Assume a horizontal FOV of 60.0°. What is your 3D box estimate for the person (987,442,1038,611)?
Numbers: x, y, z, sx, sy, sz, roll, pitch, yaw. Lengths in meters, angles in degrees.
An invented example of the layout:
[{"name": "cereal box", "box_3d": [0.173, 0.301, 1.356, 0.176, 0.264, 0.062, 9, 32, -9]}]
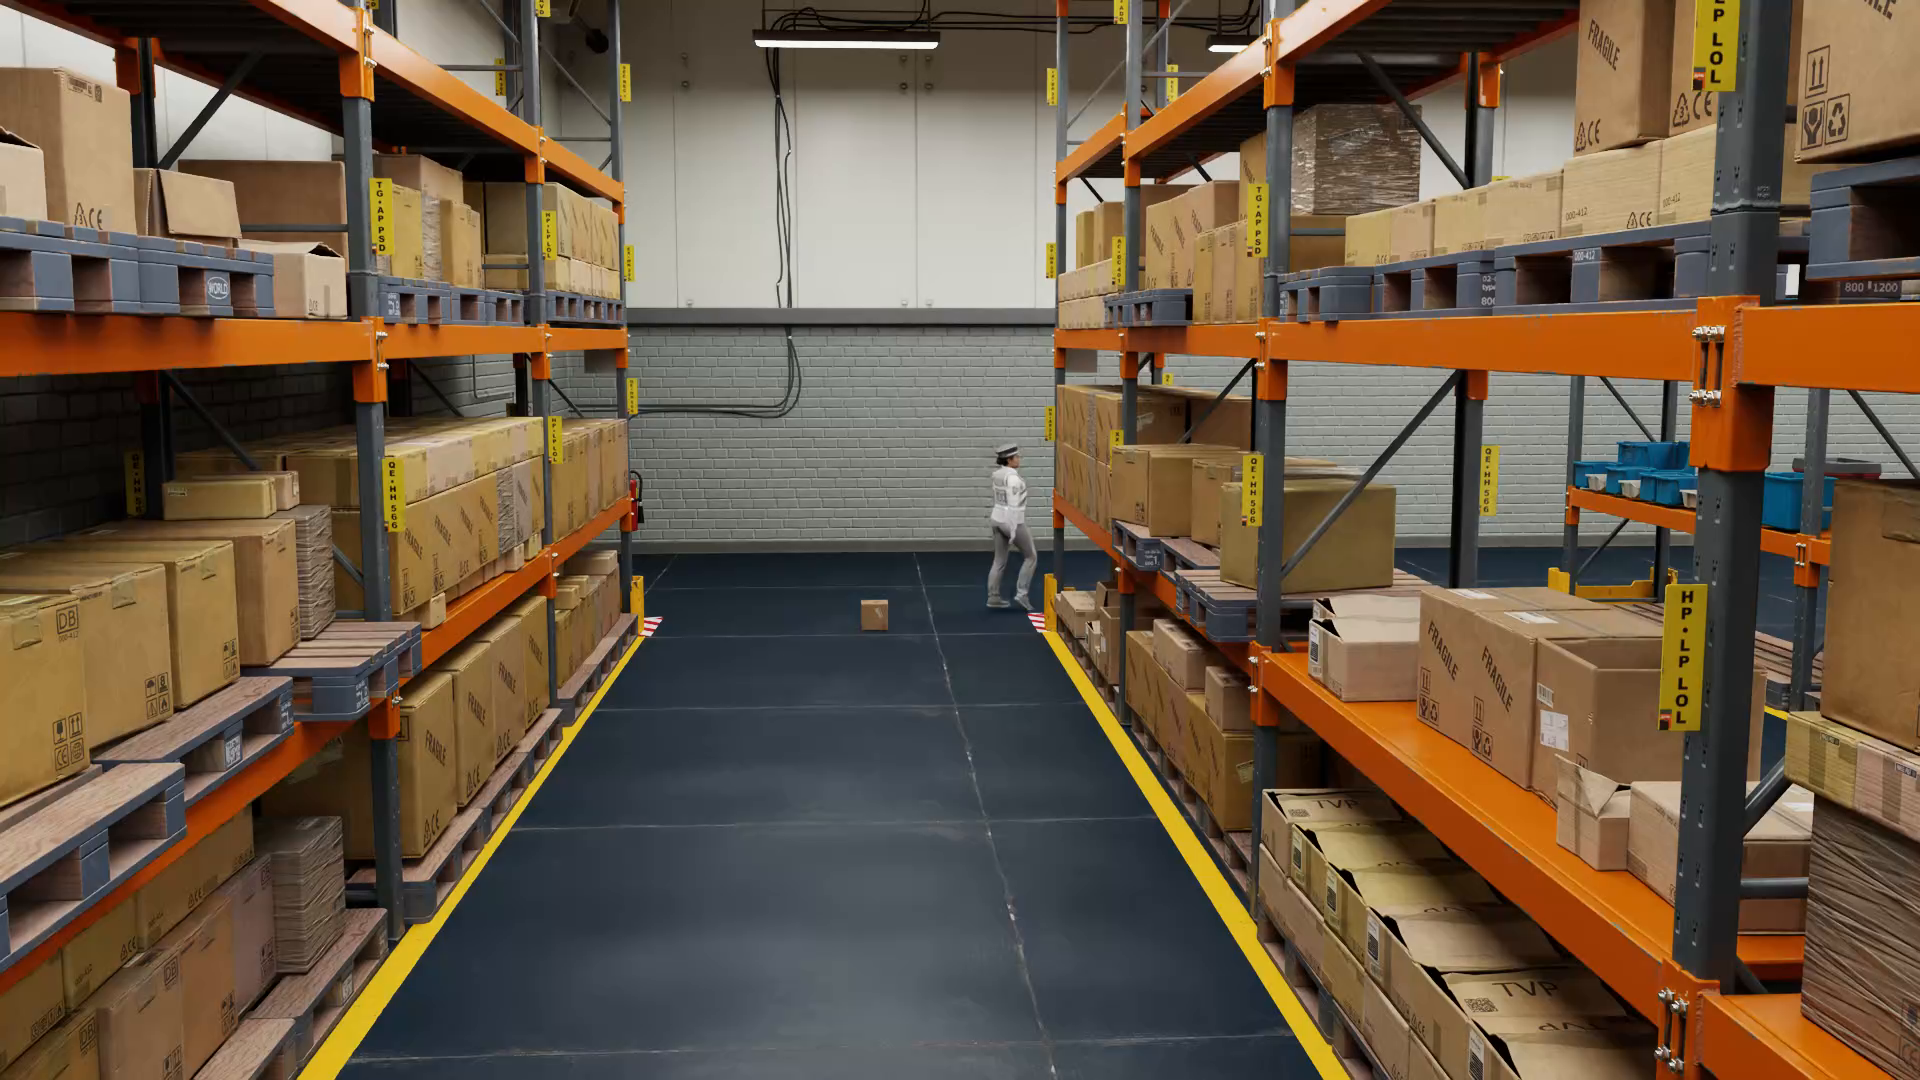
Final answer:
[{"name": "person", "box_3d": [0.502, -0.115, 16.680, 0.494, 1.742, 0.525, -4, 8, -32]}]
